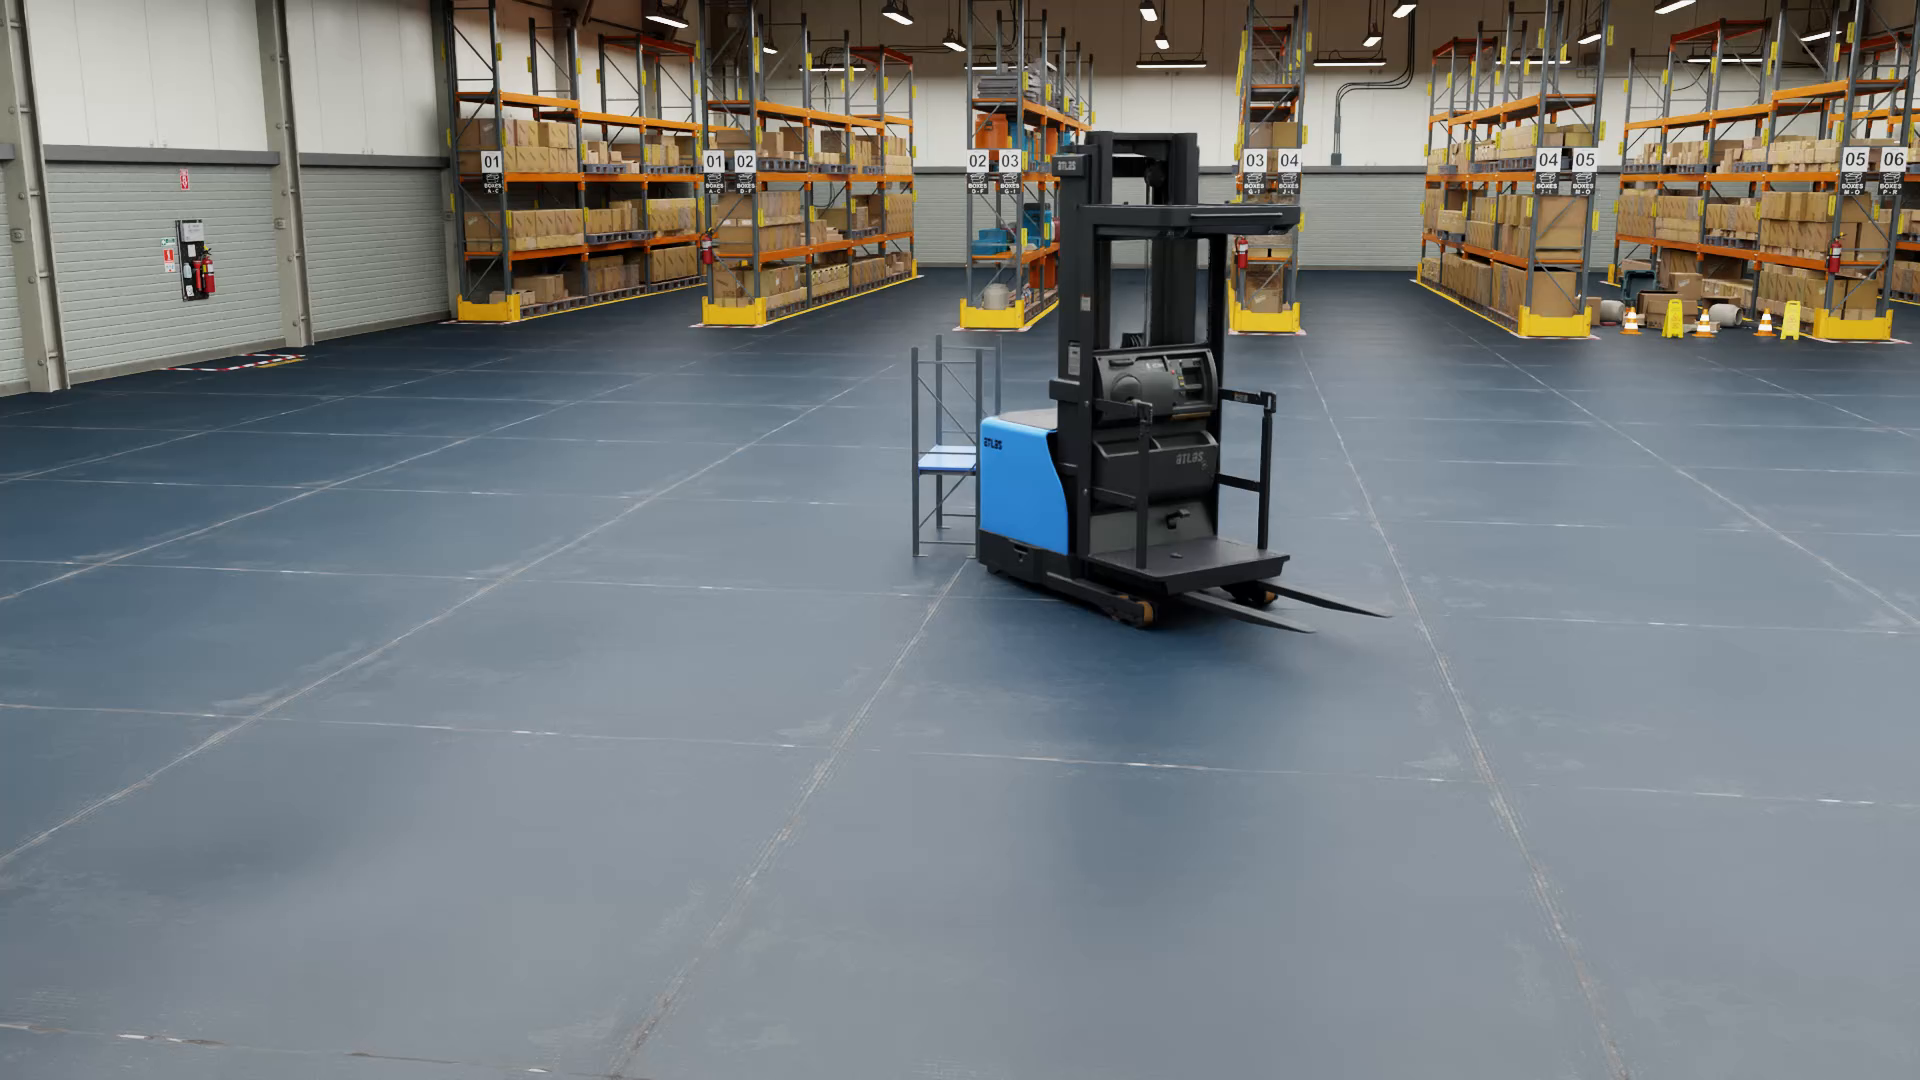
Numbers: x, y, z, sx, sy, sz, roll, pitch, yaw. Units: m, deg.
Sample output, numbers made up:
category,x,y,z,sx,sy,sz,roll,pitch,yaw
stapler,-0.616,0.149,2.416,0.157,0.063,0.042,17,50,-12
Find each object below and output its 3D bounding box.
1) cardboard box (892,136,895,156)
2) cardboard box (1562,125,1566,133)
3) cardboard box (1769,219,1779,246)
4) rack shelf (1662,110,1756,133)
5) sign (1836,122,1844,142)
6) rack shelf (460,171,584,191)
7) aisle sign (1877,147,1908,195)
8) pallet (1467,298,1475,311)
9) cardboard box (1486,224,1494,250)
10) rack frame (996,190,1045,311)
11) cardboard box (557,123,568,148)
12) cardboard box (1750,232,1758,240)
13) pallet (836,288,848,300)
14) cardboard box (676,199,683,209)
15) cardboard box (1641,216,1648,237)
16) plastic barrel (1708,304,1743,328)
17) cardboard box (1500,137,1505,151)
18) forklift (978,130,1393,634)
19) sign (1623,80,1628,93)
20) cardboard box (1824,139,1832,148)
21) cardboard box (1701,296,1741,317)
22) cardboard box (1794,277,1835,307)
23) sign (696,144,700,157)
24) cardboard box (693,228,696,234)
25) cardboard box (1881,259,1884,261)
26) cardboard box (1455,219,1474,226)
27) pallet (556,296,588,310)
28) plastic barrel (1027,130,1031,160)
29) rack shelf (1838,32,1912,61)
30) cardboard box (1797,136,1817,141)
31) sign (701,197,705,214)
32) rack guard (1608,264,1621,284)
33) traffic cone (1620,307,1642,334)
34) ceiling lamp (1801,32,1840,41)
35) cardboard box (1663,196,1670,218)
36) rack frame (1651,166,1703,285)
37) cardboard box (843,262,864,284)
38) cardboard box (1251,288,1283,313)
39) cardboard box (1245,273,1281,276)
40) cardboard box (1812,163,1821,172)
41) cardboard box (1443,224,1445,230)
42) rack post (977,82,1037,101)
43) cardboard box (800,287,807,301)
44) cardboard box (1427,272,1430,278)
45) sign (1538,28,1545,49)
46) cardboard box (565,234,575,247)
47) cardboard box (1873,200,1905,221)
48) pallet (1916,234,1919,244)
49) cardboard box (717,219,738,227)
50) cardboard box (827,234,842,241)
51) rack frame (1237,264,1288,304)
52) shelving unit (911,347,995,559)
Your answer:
category,x,y,z,sx,sy,sz,roll,pitch,yaw
cardboard box,-2.096,-10.374,43.779,0.700,0.500,0.500,2,12,9
cardboard box,10.891,-7.267,29.442,0.380,0.149,0.250,2,12,9
cardboard box,15.531,-5.762,31.166,0.500,0.500,0.500,2,12,8
rack shelf,16.851,-9.390,37.361,1.077,0.370,4.000,2,12,9
sign,14.768,-6.844,27.910,0.100,0.325,0.005,2,12,9
rack shelf,-8.854,-7.256,33.632,1.077,0.370,4.000,2,12,9
aisle sign,15.610,-6.171,27.836,0.394,0.787,0.004,2,12,9
pallet,11.251,-4.949,34.959,1.003,0.211,1.213,2,12,9
cardboard box,10.838,-6.061,33.260,0.500,0.500,0.500,2,12,8
rack frame,1.242,-6.237,34.314,1.000,3.000,0.127,2,12,9
cardboard box,-8.430,-8.344,34.311,0.500,0.500,0.500,3,12,12
cardboard box,15.735,-5.954,32.600,0.380,0.149,0.250,2,12,9
pallet,-3.202,-5.698,38.431,1.003,0.211,1.213,2,12,9
cardboard box,-7.302,-8.476,41.934,0.500,0.250,0.500,2,12,10
cardboard box,17.051,-7.682,40.781,0.500,0.500,0.500,2,12,7
plastic barrel,14.135,-4.142,30.710,0.421,0.421,0.512,-10,16,-40
cardboard box,10.670,-7.595,31.910,0.500,0.250,0.500,2,12,9
forklift,1.355,-1.014,10.241,1.130,2.935,3.031,-8,14,-33
sign,17.227,-11.739,43.013,0.100,0.325,0.005,2,12,9
cardboard box,15.172,-6.842,28.706,0.380,0.149,0.250,2,12,8
cardboard box,14.419,-4.356,31.512,0.500,0.500,0.500,-10,16,-40
cardboard box,15.256,-4.435,29.700,0.500,0.500,0.500,2,12,11
sign,-6.779,-10.081,43.055,0.100,0.325,0.005,2,12,9
cardboard box,-7.089,-8.031,43.187,0.380,0.149,0.250,2,12,9
cardboard box,21.746,-6.495,38.909,0.380,0.149,0.250,2,12,11
cardboard box,11.263,-7.073,37.087,0.380,0.149,0.250,2,12,10
pallet,-8.615,-5.054,35.444,1.003,0.211,1.213,2,12,9
plastic barrel,1.207,-8.198,35.101,0.600,0.901,0.600,0,12,0
rack shelf,22.372,-11.883,40.090,1.077,0.370,4.000,2,12,9
cardboard box,16.481,-7.811,32.670,0.500,0.250,0.500,2,12,7
sign,-4.801,-6.268,31.147,0.100,0.325,0.005,2,12,9
rack guard,17.778,-7.037,43.957,1.175,0.500,0.348,2,12,9
traffic cone,11.891,-3.887,29.429,0.336,0.463,0.334,2,12,9
ceiling lamp,19.514,-11.415,37.707,0.237,0.041,1.941,2,12,9
cardboard box,16.756,-7.769,38.814,0.500,0.500,0.500,2,12,8
rack frame,17.159,-7.421,39.807,1.000,3.000,0.127,2,12,9
cardboard box,-2.609,-6.419,40.047,0.500,0.500,0.500,1,12,7
cardboard box,5.634,-4.357,30.526,0.500,0.500,0.500,4,13,19
cardboard box,6.430,-5.412,35.375,0.700,0.500,0.500,1,12,4
cardboard box,15.268,-6.561,29.293,0.380,0.149,0.250,2,12,8
cardboard box,11.579,-7.361,39.127,0.380,0.149,0.250,1,12,6
rack post,0.869,-8.246,30.582,0.937,0.300,0.954,3,13,15
cardboard box,-3.507,-5.156,34.827,0.500,0.250,0.500,2,12,9
cardboard box,12.263,-6.842,42.891,0.380,0.149,0.250,1,12,6
sign,9.873,-8.511,28.219,0.100,0.325,0.005,2,12,9
cardboard box,-8.405,-6.283,34.834,0.500,0.250,0.500,2,12,9
cardboard box,22.556,-8.001,40.368,0.500,0.500,0.500,2,12,7
pallet,21.484,-6.478,35.886,1.213,0.211,1.003,2,12,9
cardboard box,-4.396,-6.017,31.518,0.380,0.149,0.250,2,12,8
cardboard box,-2.902,-6.912,38.043,0.380,0.149,0.250,2,12,9
rack frame,6.136,-6.077,33.570,1.000,3.000,0.127,2,12,9
shelving unit,-0.014,-0.714,12.249,0.500,1.500,1.039,2,12,9
